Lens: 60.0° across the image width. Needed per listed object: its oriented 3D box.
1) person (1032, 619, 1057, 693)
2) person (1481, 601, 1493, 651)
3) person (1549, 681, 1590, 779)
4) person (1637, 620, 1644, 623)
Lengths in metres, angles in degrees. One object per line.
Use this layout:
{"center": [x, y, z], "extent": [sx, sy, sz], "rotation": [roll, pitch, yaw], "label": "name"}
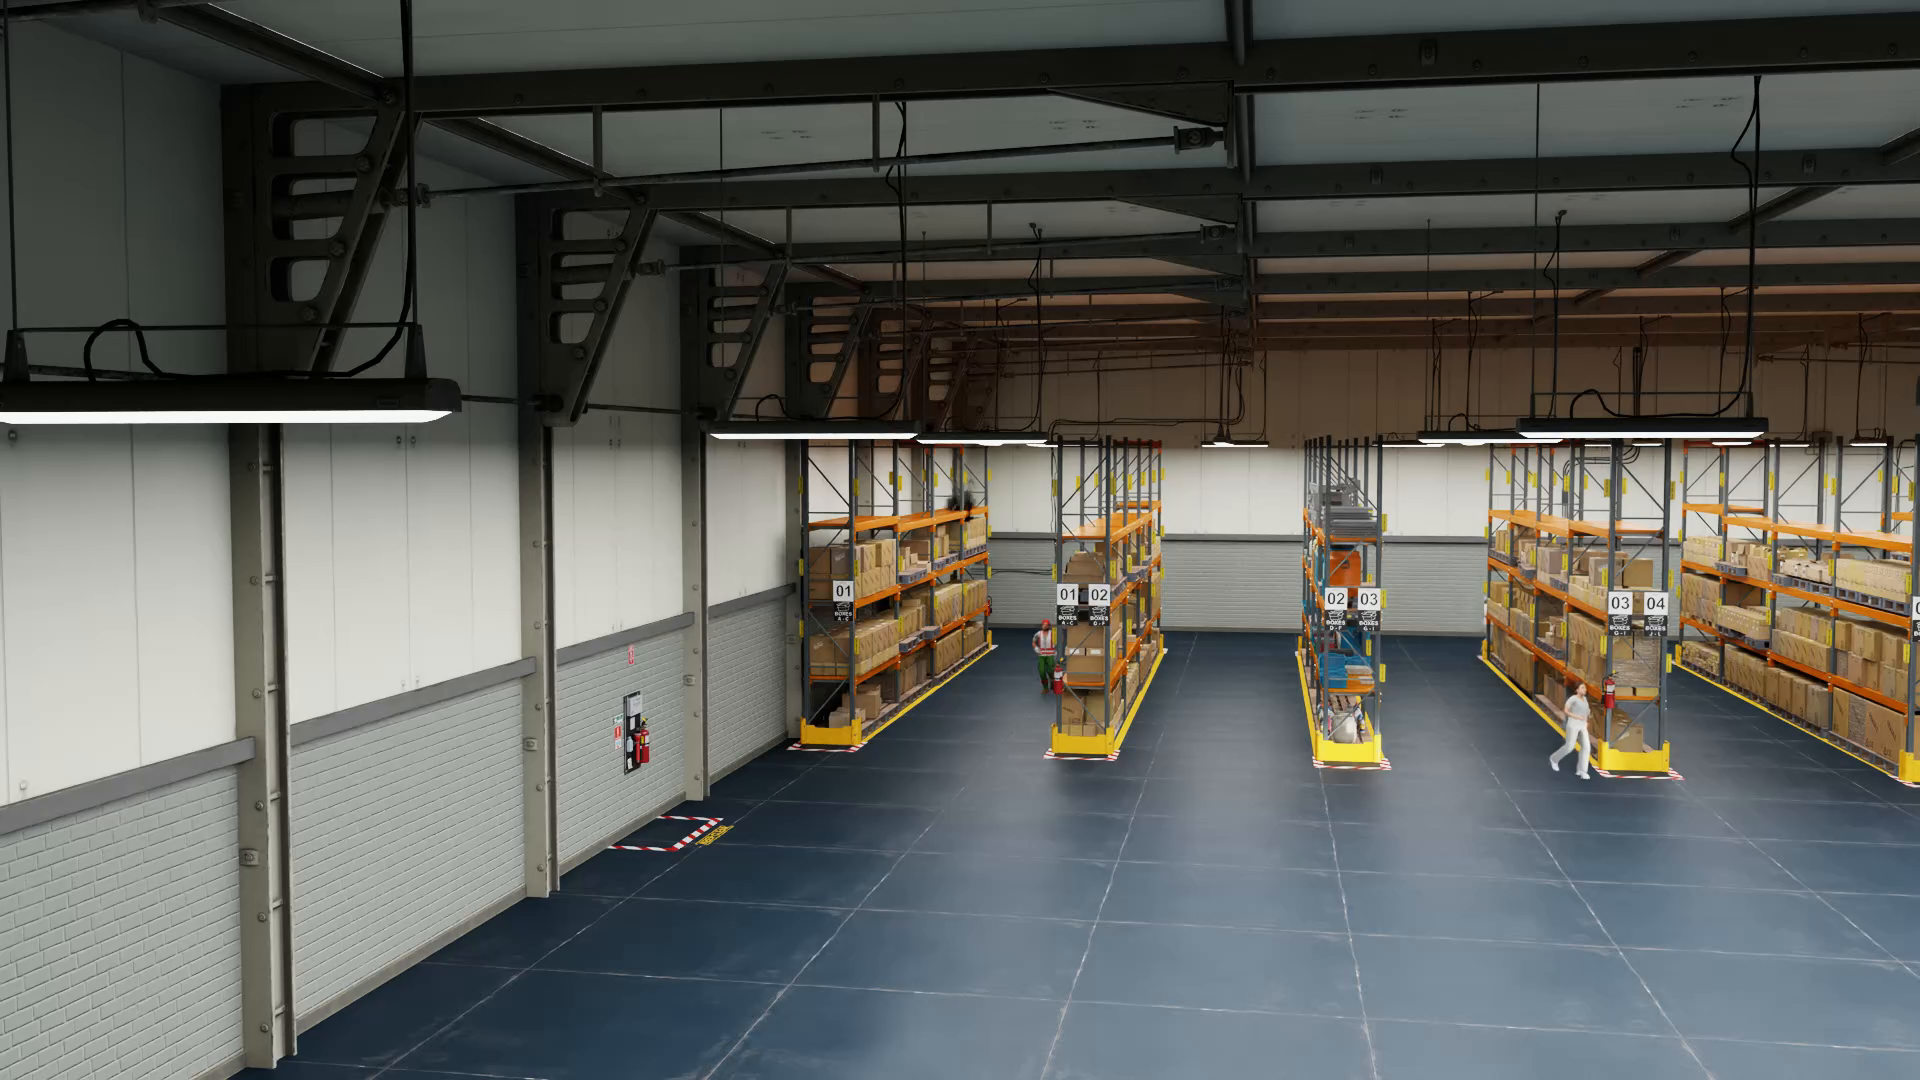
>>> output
{"center": [2.026, 2.735, 39.139], "extent": [0.701, 1.744, 0.609], "rotation": [1, 3, 11], "label": "person"}
{"center": [14.964, 2.374, 46.842], "extent": [0.595, 1.626, 0.612], "rotation": [2, 4, 36], "label": "person"}
{"center": [10.826, 3.306, 29.221], "extent": [0.594, 1.665, 0.901], "rotation": [-1, 3, -24], "label": "person"}
{"center": [17.615, 2.579, 42.825], "extent": [0.604, 1.661, 0.938], "rotation": [1, 3, 13], "label": "person"}
